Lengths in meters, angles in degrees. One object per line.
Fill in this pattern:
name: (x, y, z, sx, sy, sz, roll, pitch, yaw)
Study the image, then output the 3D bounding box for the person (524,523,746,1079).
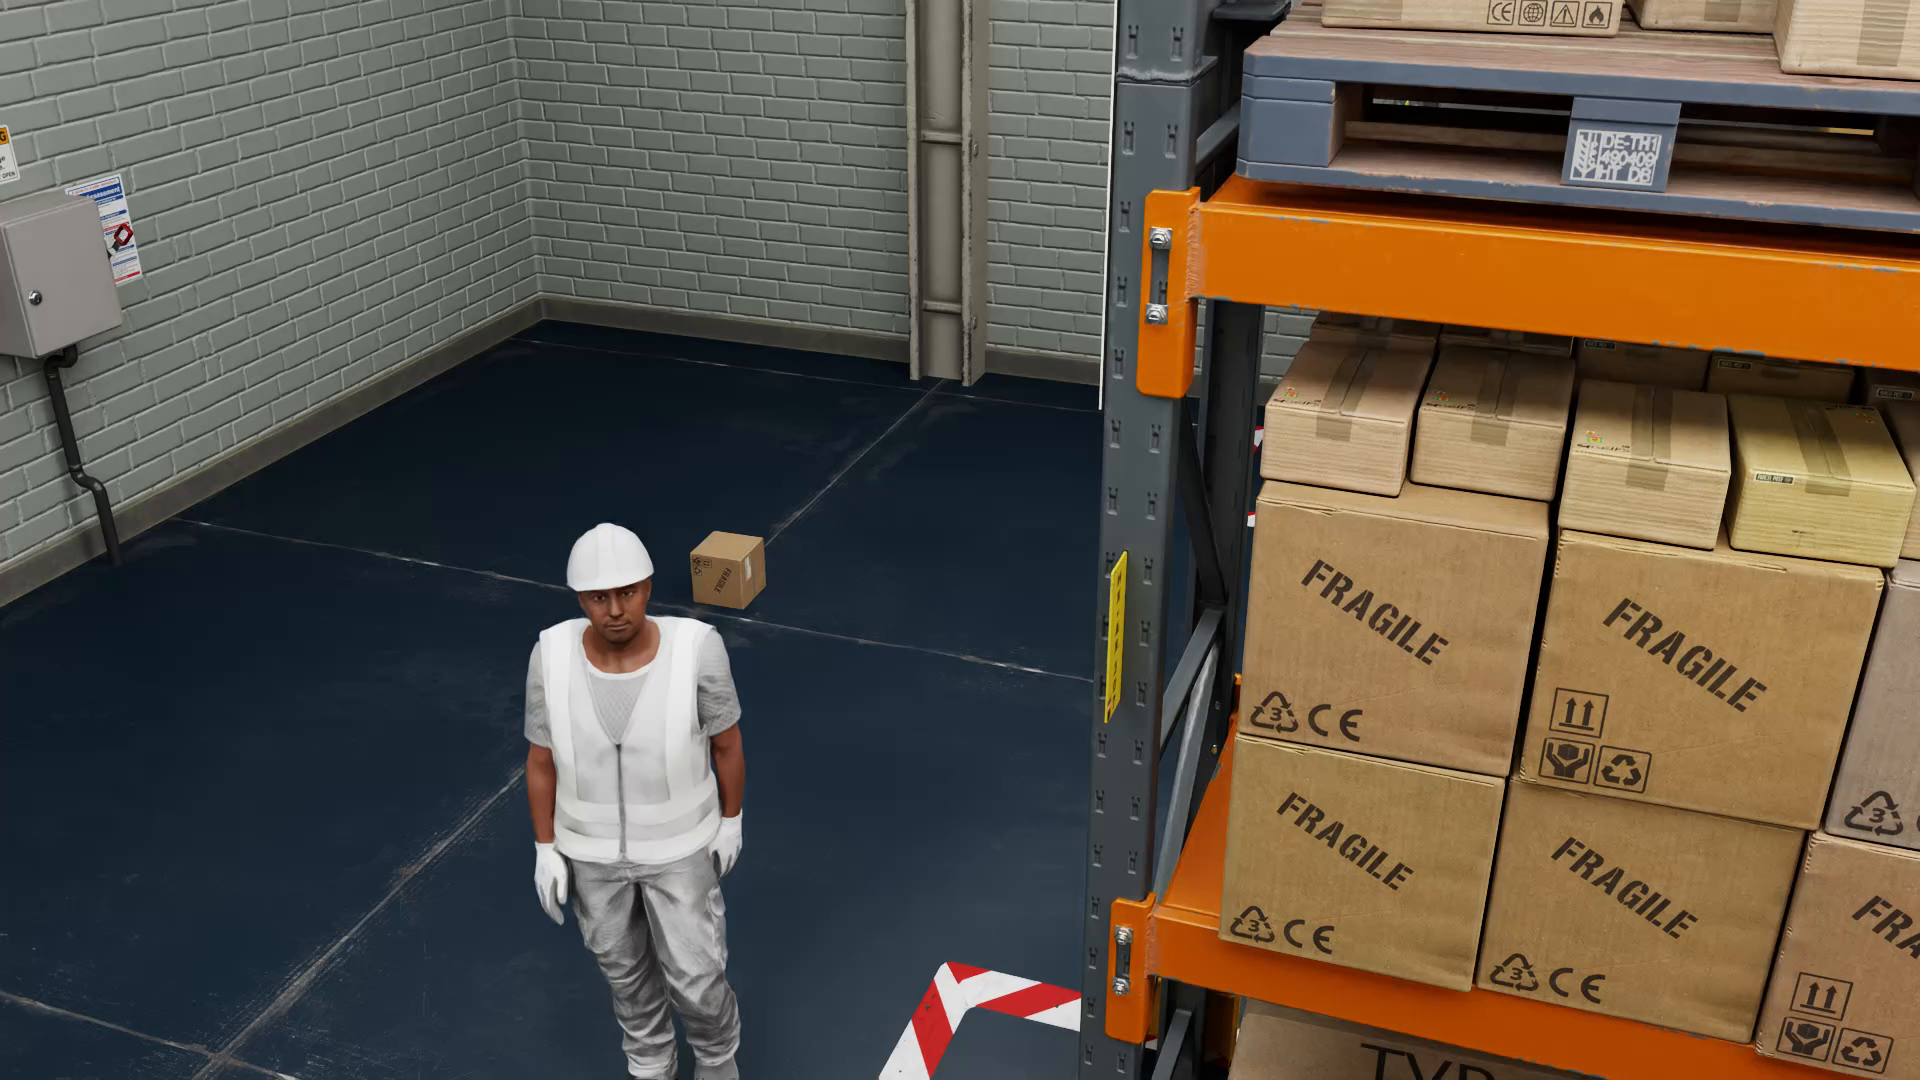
person: (-0.843, 0.815, 4.339, 0.549, 1.801, 0.450, 1, 26, 1)
